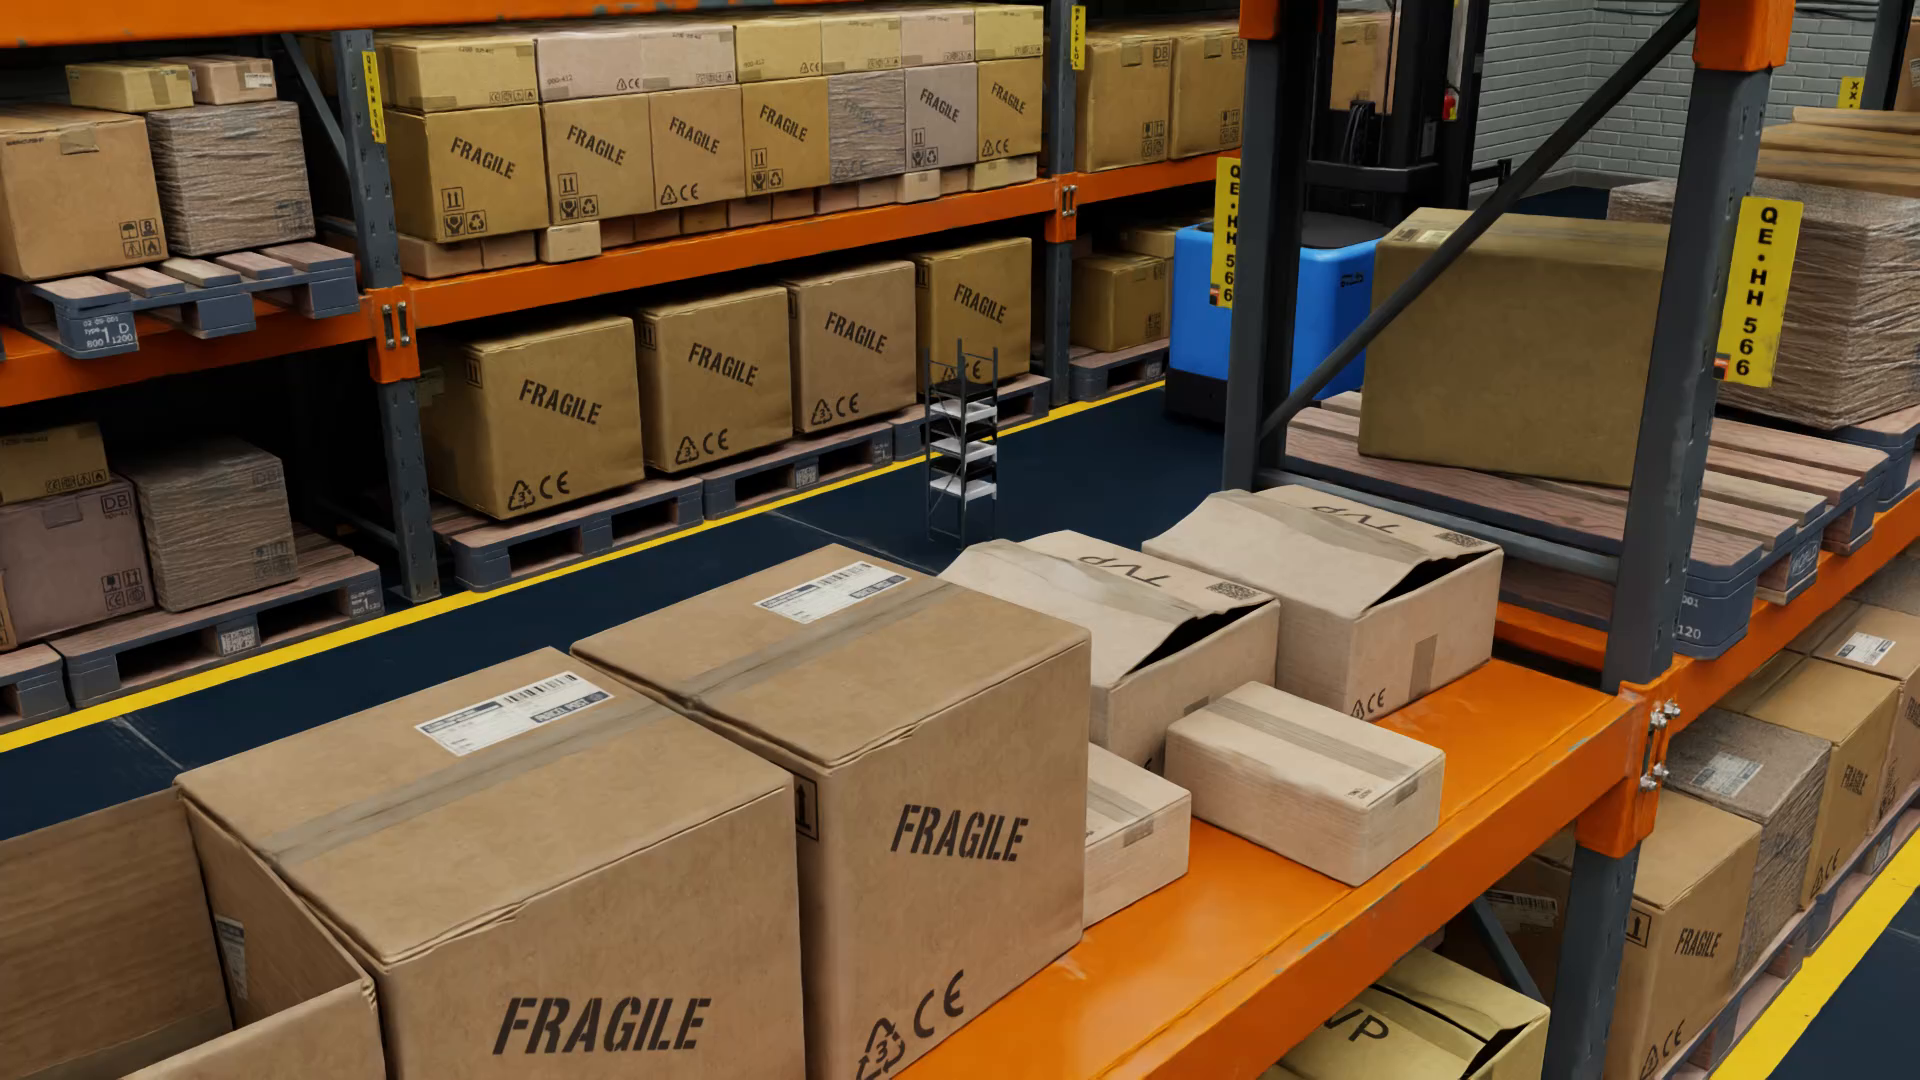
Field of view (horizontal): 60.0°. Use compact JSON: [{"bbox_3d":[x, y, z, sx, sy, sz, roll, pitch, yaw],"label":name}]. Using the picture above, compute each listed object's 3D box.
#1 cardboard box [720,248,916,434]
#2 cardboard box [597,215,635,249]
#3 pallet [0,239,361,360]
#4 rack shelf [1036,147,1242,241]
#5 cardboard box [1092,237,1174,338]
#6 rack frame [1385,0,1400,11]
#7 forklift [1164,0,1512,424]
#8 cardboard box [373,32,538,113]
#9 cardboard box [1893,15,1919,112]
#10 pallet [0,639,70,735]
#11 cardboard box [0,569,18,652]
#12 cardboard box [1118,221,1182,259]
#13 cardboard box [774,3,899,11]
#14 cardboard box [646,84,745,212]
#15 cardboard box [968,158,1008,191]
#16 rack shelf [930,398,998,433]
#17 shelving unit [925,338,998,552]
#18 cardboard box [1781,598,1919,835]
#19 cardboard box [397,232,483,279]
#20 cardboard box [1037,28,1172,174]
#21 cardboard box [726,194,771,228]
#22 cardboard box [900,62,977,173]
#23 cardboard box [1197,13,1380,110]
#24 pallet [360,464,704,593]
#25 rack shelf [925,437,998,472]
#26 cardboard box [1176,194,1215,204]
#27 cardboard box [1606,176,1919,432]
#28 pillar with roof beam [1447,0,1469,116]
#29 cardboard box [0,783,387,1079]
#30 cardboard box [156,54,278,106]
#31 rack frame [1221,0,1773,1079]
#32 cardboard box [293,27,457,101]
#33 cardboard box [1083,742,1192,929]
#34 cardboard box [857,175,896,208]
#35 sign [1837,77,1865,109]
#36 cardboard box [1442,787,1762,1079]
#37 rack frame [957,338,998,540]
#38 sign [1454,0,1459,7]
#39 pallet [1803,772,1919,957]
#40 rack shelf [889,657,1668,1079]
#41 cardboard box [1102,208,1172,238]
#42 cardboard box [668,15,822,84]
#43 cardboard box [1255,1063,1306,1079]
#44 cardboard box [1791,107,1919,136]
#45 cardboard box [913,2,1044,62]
[{"bbox_3d":[-0.751,-1.059,8.559,0.750,0.750,0.750,-19,28,-40],"label":"cardboard box"},{"bbox_3d":[-1.652,-1.391,7.334,0.380,0.149,0.250,19,28,40],"label":"cardboard box"},{"bbox_3d":[-2.984,-0.967,6.178,1.213,0.211,1.003,19,28,41],"label":"pallet"},{"bbox_3d":[1.623,-2.473,10.831,1.077,0.370,4.000,19,28,41],"label":"rack shelf"},{"bbox_3d":[1.175,-1.619,10.505,0.700,0.500,0.500,19,28,40],"label":"cardboard box"},{"bbox_3d":[3.018,-3.323,12.039,1.000,3.000,0.127,19,28,41],"label":"rack frame"},{"bbox_3d":[2.531,-2.301,9.475,1.130,2.935,3.031,19,28,41],"label":"forklift"},{"bbox_3d":[-2.041,-1.871,6.635,0.500,0.250,0.500,-19,28,-41],"label":"cardboard box"},{"bbox_3d":[3.947,-1.764,6.451,0.500,0.500,0.500,19,28,41],"label":"cardboard box"},{"bbox_3d":[-3.960,0.548,5.856,1.003,0.211,1.213,19,28,41],"label":"pallet"},{"bbox_3d":[-3.797,0.131,5.924,0.700,0.500,0.500,19,28,40],"label":"cardboard box"},{"bbox_3d":[1.192,-1.836,10.165,0.250,0.149,0.380,-19,28,-40],"label":"cardboard box"},{"bbox_3d":[-0.640,-2.651,8.663,0.500,0.250,0.500,20,28,41],"label":"cardboard box"},{"bbox_3d":[-1.322,-1.782,7.448,0.500,0.500,0.500,19,28,40],"label":"cardboard box"},{"bbox_3d":[0.035,-1.958,8.811,0.250,0.149,0.380,-20,28,-41],"label":"cardboard box"},{"bbox_3d":[0.006,-0.559,7.366,0.258,0.077,0.200,19,28,41],"label":"rack shelf"},{"bbox_3d":[0.006,-0.422,7.419,0.258,0.900,0.210,19,28,41],"label":"shelving unit"},{"bbox_3d":[2.586,0.489,4.992,0.500,0.500,0.500,18,27,39],"label":"cardboard box"},{"bbox_3d":[-2.167,-1.185,6.800,0.380,0.149,0.250,19,28,40],"label":"cardboard box"},{"bbox_3d":[0.618,-2.570,9.663,0.700,0.700,0.980,-20,28,-41],"label":"cardboard box"},{"bbox_3d":[-1.105,-1.582,7.833,0.380,0.149,0.250,19,28,41],"label":"cardboard box"},{"bbox_3d":[-0.263,-2.174,8.469,0.500,0.500,0.500,20,28,41],"label":"cardboard box"},{"bbox_3d":[2.170,-3.140,11.144,0.980,0.700,0.700,19,28,40],"label":"cardboard box"},{"bbox_3d":[-1.959,-0.149,7.668,1.003,0.211,1.213,19,28,41],"label":"pallet"},{"bbox_3d":[0.006,-0.391,7.431,0.258,0.077,0.200,19,28,41],"label":"rack shelf"},{"bbox_3d":[1.662,-2.206,11.128,0.380,0.149,0.250,20,28,41],"label":"cardboard box"},{"bbox_3d":[2.122,-0.648,4.355,0.500,0.500,0.700,-14,25,-32],"label":"cardboard box"},{"bbox_3d":[7.366,-5.956,10.529,9.100,9.000,0.400,19,28,41],"label":"pillar with roof beam"},{"bbox_3d":[-0.887,0.625,1.628,0.500,0.500,0.500,-18,27,-38],"label":"cardboard box"},{"bbox_3d":[-2.782,-1.725,6.226,0.380,0.149,0.250,15,26,34],"label":"cardboard box"},{"bbox_3d":[0.989,-0.028,3.466,1.000,3.000,0.127,19,28,41],"label":"rack frame"},{"bbox_3d":[-2.432,-1.993,6.952,0.500,0.250,0.500,-19,28,-41],"label":"cardboard box"},{"bbox_3d":[0.140,0.431,2.622,0.250,0.149,0.380,-18,27,-38],"label":"cardboard box"},{"bbox_3d":[-0.538,-1.774,8.332,0.380,0.149,0.250,19,28,41],"label":"cardboard box"},{"bbox_3d":[3.385,-1.594,6.334,0.100,0.325,0.005,19,28,41],"label":"sign"},{"bbox_3d":[1.511,0.888,3.954,0.500,0.500,0.500,-19,28,-40],"label":"cardboard box"},{"bbox_3d":[0.077,-0.448,7.487,0.240,0.900,0.006,19,28,41],"label":"rack frame"},{"bbox_3d":[3.397,-3.835,11.427,0.100,0.325,0.005,19,28,41],"label":"sign"},{"bbox_3d":[2.388,0.779,5.253,1.003,0.211,1.213,19,28,41],"label":"pallet"},{"bbox_3d":[-0.406,0.822,2.258,1.077,0.370,4.000,19,28,41],"label":"rack shelf"},{"bbox_3d":[1.129,-2.010,10.617,0.380,0.149,0.250,18,27,39],"label":"cardboard box"},{"bbox_3d":[-0.989,-2.264,7.658,0.500,0.250,0.500,19,28,40],"label":"cardboard box"},{"bbox_3d":[0.442,1.129,2.921,0.500,0.311,0.500,19,28,40],"label":"cardboard box"},{"bbox_3d":[3.289,-1.233,5.877,0.700,0.500,0.500,9,23,23],"label":"cardboard box"},{"bbox_3d":[0.085,-2.656,8.676,0.500,0.250,0.500,-19,28,-41],"label":"cardboard box"}]
